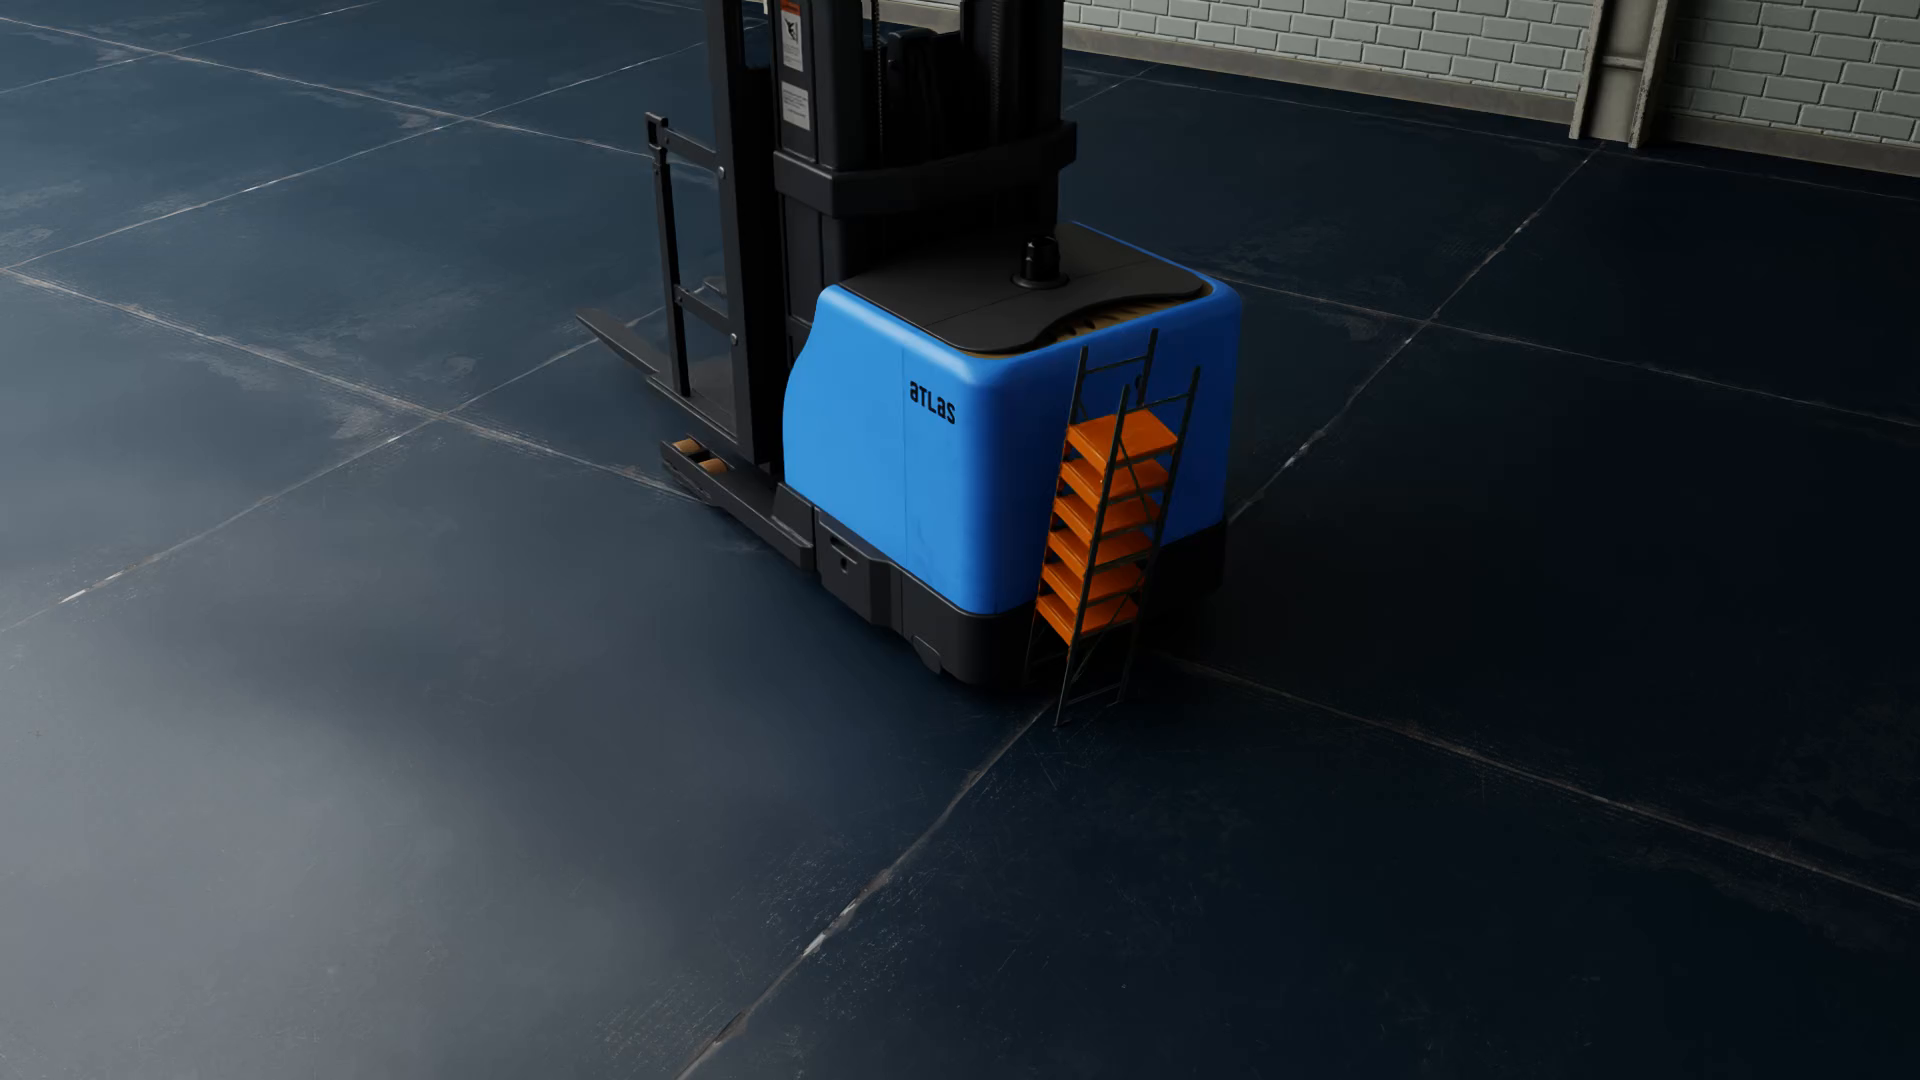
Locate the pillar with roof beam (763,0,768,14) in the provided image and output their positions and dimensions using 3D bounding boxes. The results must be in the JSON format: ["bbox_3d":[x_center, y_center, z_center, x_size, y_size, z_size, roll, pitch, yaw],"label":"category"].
[{"bbox_3d":[-3.526,-6.045,7.181,0.400,9.000,9.100,18,35,27],"label":"pillar with roof beam"}]

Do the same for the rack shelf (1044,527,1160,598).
[{"bbox_3d":[0.389,0.032,4.576,0.258,0.103,0.180,-17,46,-27],"label":"rack shelf"}]

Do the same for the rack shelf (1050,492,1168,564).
[{"bbox_3d":[0.401,-0.059,4.499,0.258,0.103,0.180,-17,46,-27],"label":"rack shelf"}]

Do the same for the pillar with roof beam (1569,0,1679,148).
[{"bbox_3d":[1.555,-4.437,4.426,0.400,9.000,9.100,18,35,27],"label":"pillar with roof beam"}]

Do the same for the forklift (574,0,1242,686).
[{"bbox_3d":[-0.437,-1.523,5.451,1.130,2.935,3.031,-21,36,-31],"label":"forklift"}]

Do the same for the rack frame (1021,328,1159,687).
[{"bbox_3d":[0.347,-0.056,4.605,0.240,1.200,0.006,-17,46,-27],"label":"rack frame"}]

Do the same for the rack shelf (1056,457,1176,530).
[{"bbox_3d":[0.413,-0.151,4.423,0.258,0.103,0.180,-17,46,-27],"label":"rack shelf"}]

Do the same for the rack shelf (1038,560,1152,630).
[{"bbox_3d":[0.377,0.124,4.653,0.258,0.103,0.180,-17,46,-27],"label":"rack shelf"}]

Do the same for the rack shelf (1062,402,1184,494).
[{"bbox_3d":[0.426,-0.242,4.346,0.258,0.103,0.180,-17,46,-27],"label":"rack shelf"}]

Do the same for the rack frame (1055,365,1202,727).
[{"bbox_3d":[0.440,0.052,4.491,0.240,1.200,0.006,-17,46,-27],"label":"rack frame"}]

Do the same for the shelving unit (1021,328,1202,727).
[{"bbox_3d":[0.393,-0.002,4.548,0.258,1.200,0.189,-17,46,-27],"label":"shelving unit"}]

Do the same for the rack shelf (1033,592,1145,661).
[{"bbox_3d":[0.364,0.215,4.729,0.258,0.103,0.180,-17,46,-27],"label":"rack shelf"}]
